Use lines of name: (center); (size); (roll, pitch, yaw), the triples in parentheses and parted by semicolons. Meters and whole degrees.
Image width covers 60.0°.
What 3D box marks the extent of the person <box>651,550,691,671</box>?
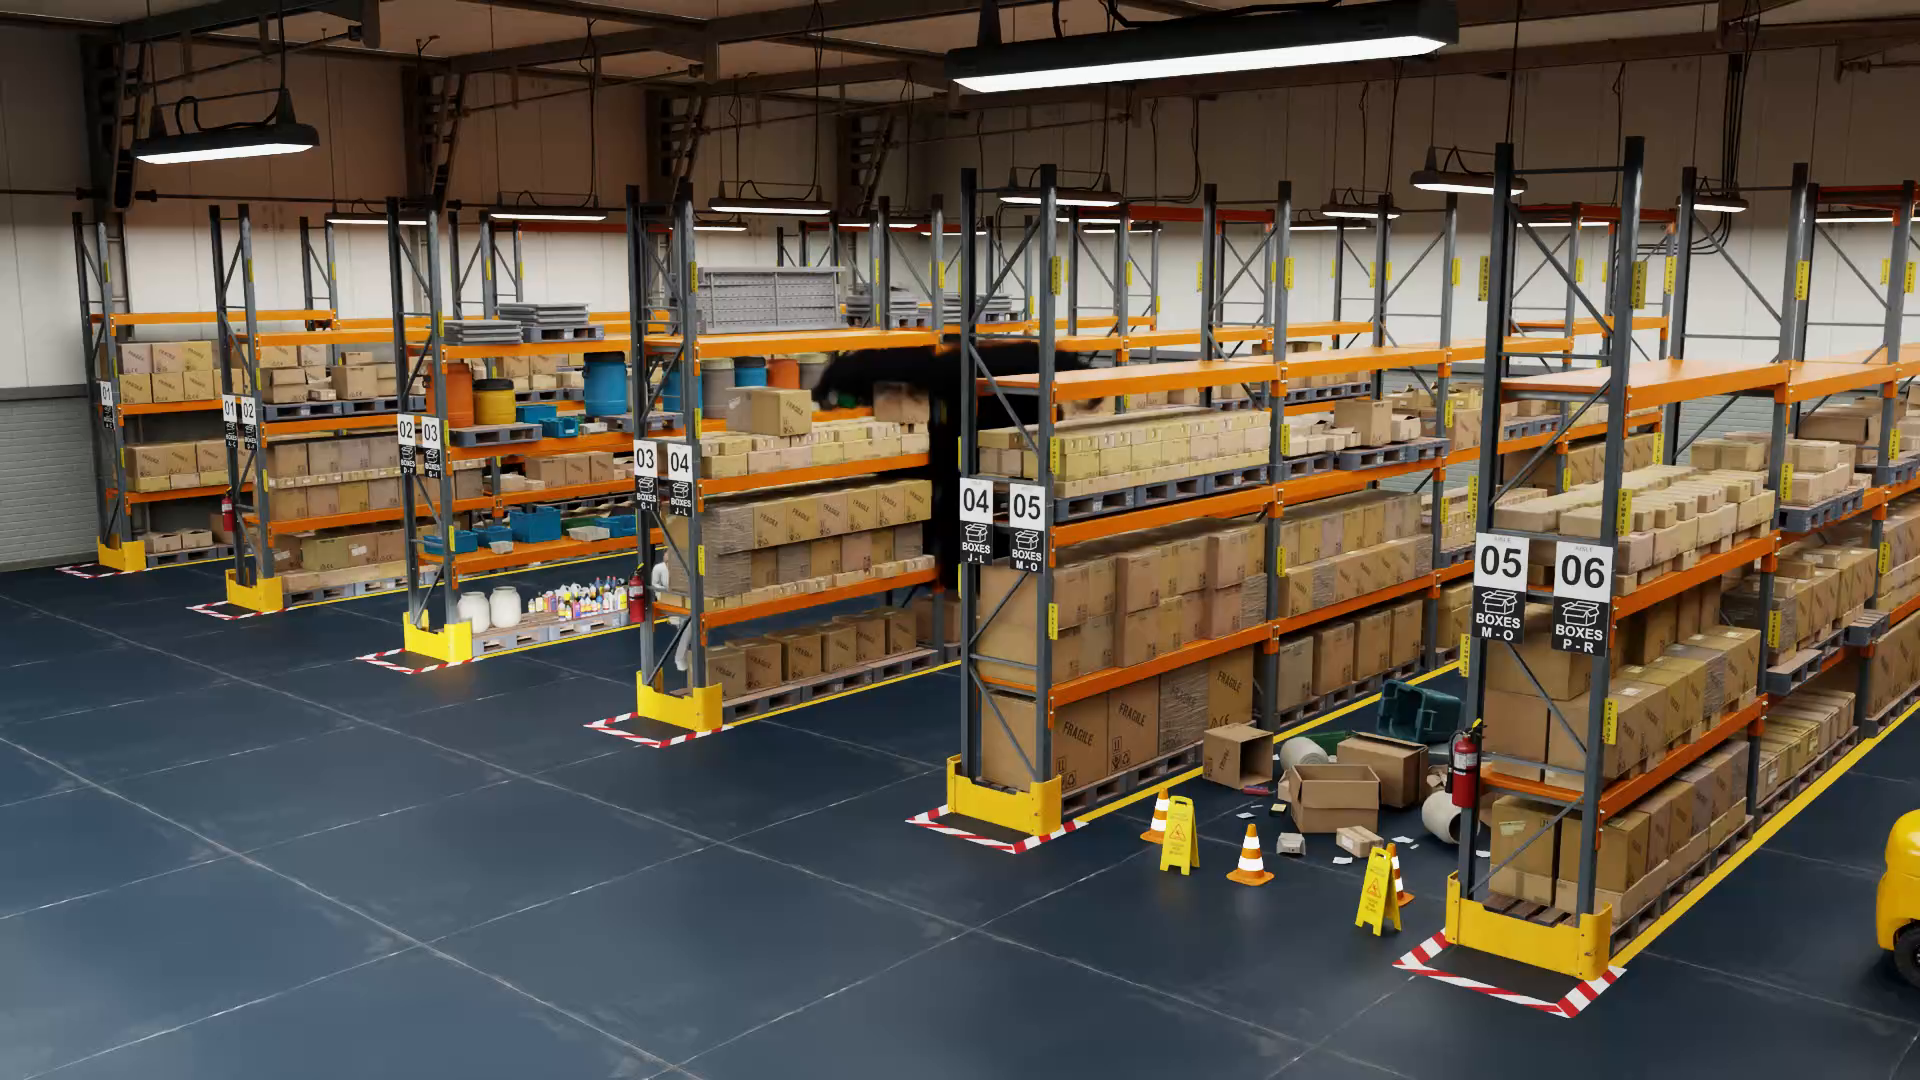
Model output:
person: (-3.530, 0.821, 21.169); (0.711, 1.581, 1.123); (1, 10, 6)
